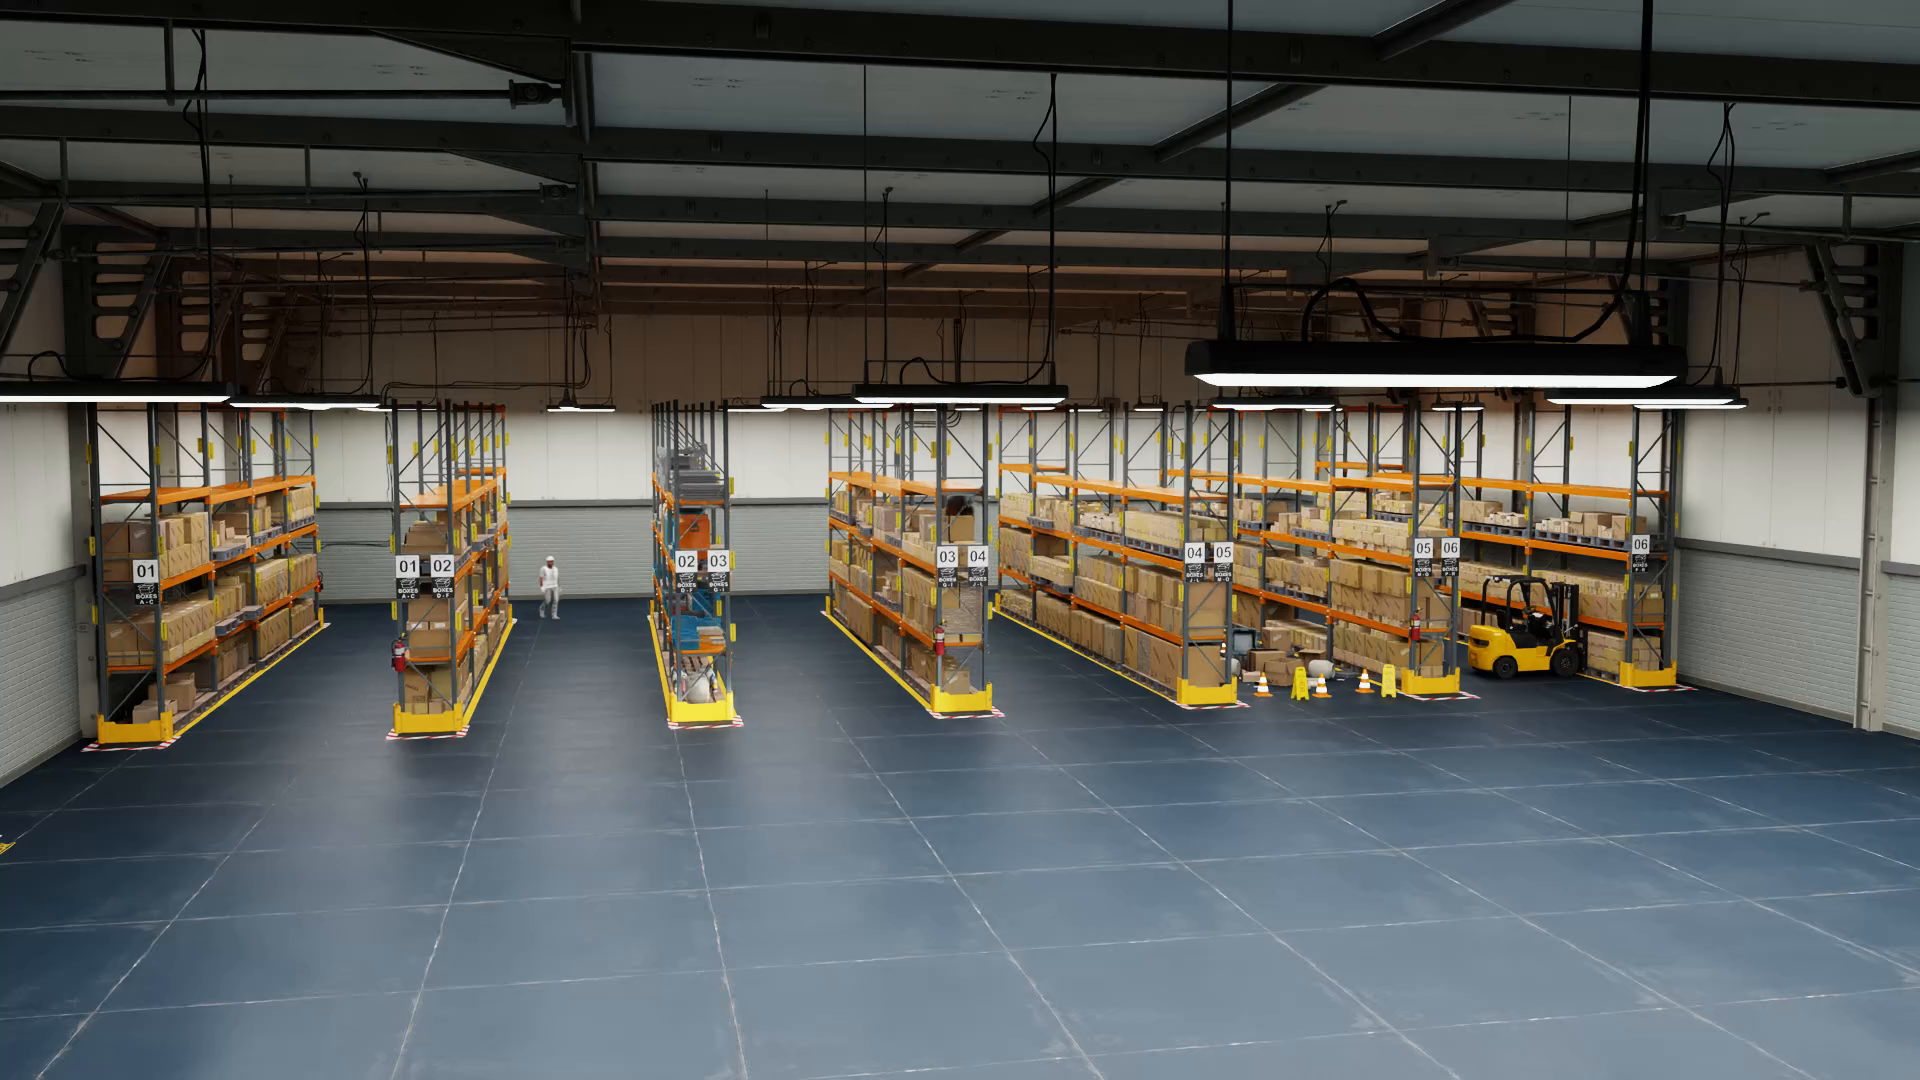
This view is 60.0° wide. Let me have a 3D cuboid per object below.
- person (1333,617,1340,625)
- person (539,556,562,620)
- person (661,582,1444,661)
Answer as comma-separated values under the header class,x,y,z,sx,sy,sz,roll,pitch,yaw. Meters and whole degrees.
class,x,y,z,sx,sy,sz,roll,pitch,yaw
person,10.217,1.473,45.451,0.439,1.673,0.506,0,4,-5
person,-11.458,1.334,46.403,0.576,1.774,0.599,4,6,43
person,1.895,1.869,40.062,18.894,1.694,1.232,1,4,12
